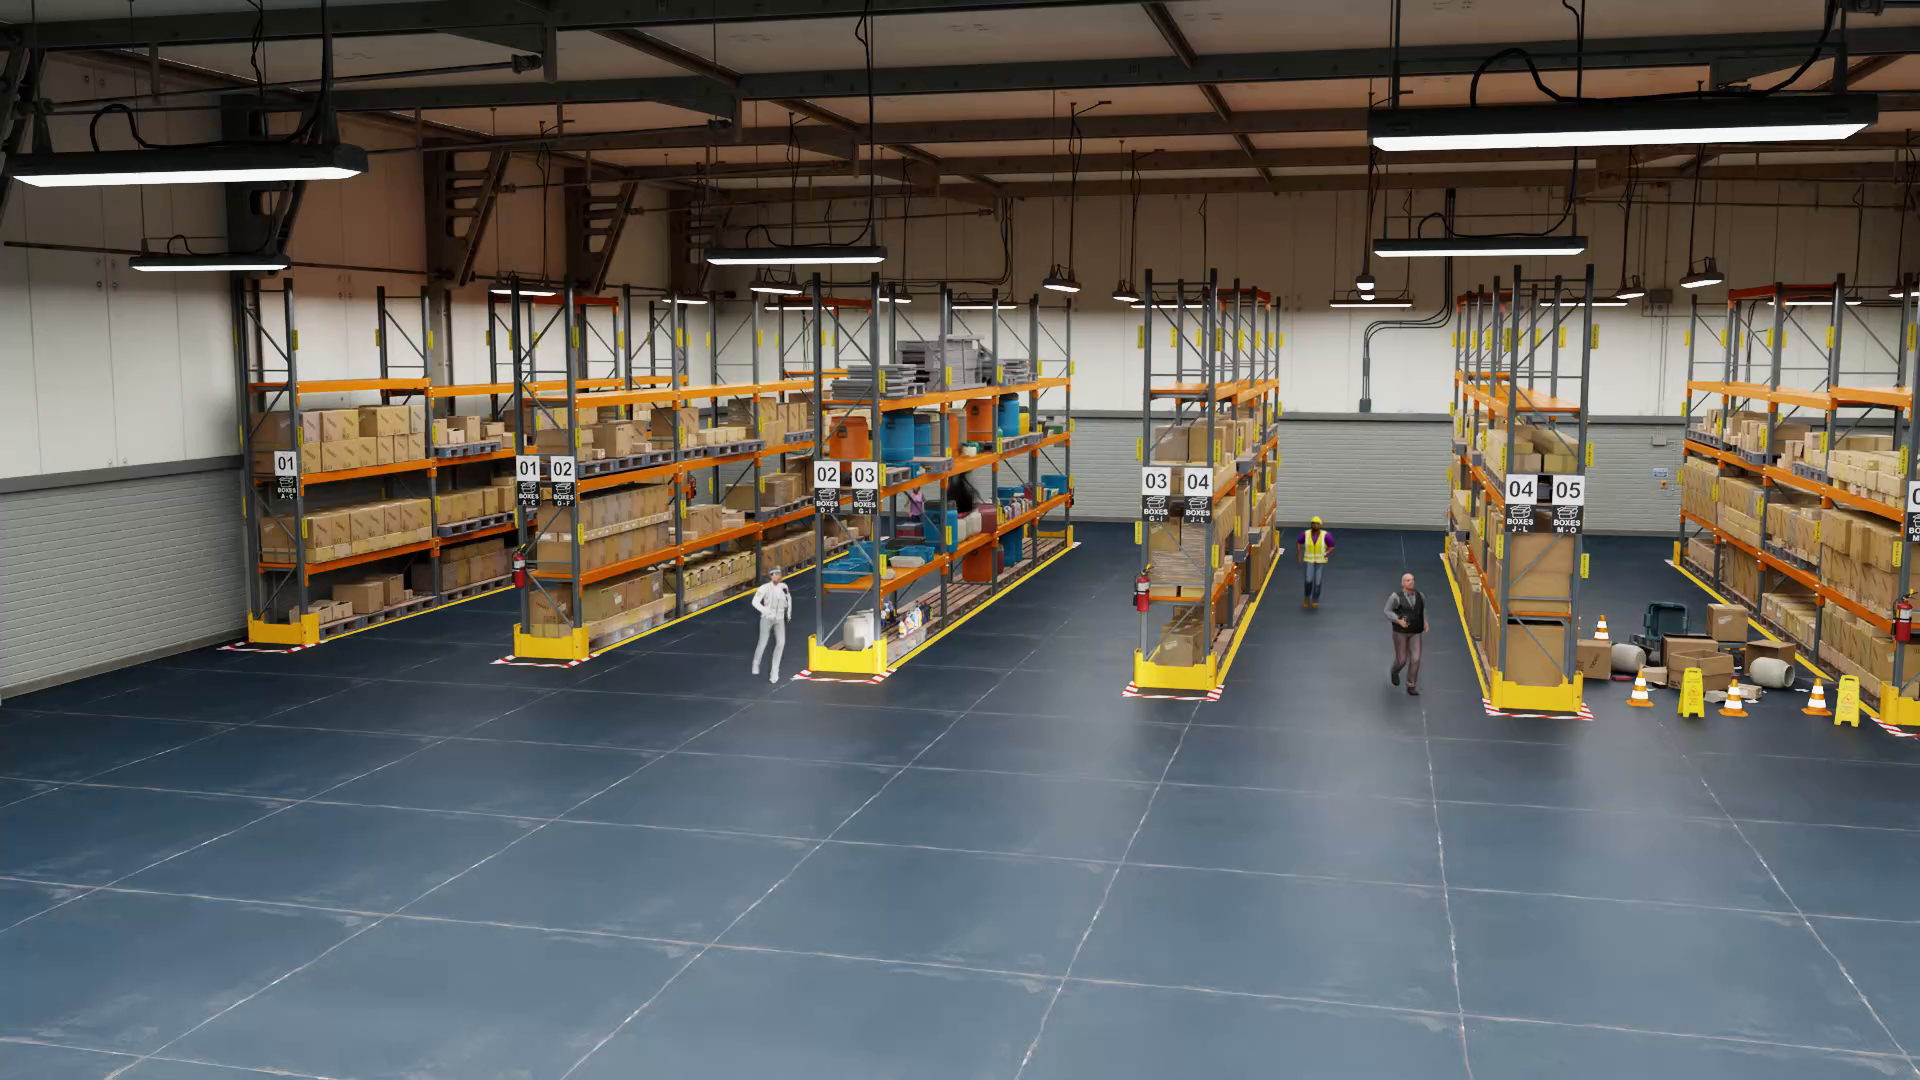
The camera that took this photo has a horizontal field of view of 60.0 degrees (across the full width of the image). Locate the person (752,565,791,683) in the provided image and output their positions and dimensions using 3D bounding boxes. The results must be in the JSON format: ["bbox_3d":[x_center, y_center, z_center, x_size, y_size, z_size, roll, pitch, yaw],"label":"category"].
[{"bbox_3d":[-2.780,1.205,24.719,0.624,1.689,0.735,-3,7,-23],"label":"person"}]

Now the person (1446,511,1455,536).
[{"bbox_3d":[11.807,-0.547,39.337,0.587,1.730,0.766,1,7,7],"label":"person"}]

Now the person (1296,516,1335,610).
[{"bbox_3d":[6.609,0.430,30.919,0.697,1.753,0.672,1,7,10],"label":"person"}]

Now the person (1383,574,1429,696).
[{"bbox_3d":[6.368,1.325,23.689,0.684,1.702,0.733,-1,7,-5],"label":"person"}]

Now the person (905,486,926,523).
[{"bbox_3d":[-1.051,-0.600,40.363,0.572,1.564,0.467,-1,7,-9],"label":"person"}]
